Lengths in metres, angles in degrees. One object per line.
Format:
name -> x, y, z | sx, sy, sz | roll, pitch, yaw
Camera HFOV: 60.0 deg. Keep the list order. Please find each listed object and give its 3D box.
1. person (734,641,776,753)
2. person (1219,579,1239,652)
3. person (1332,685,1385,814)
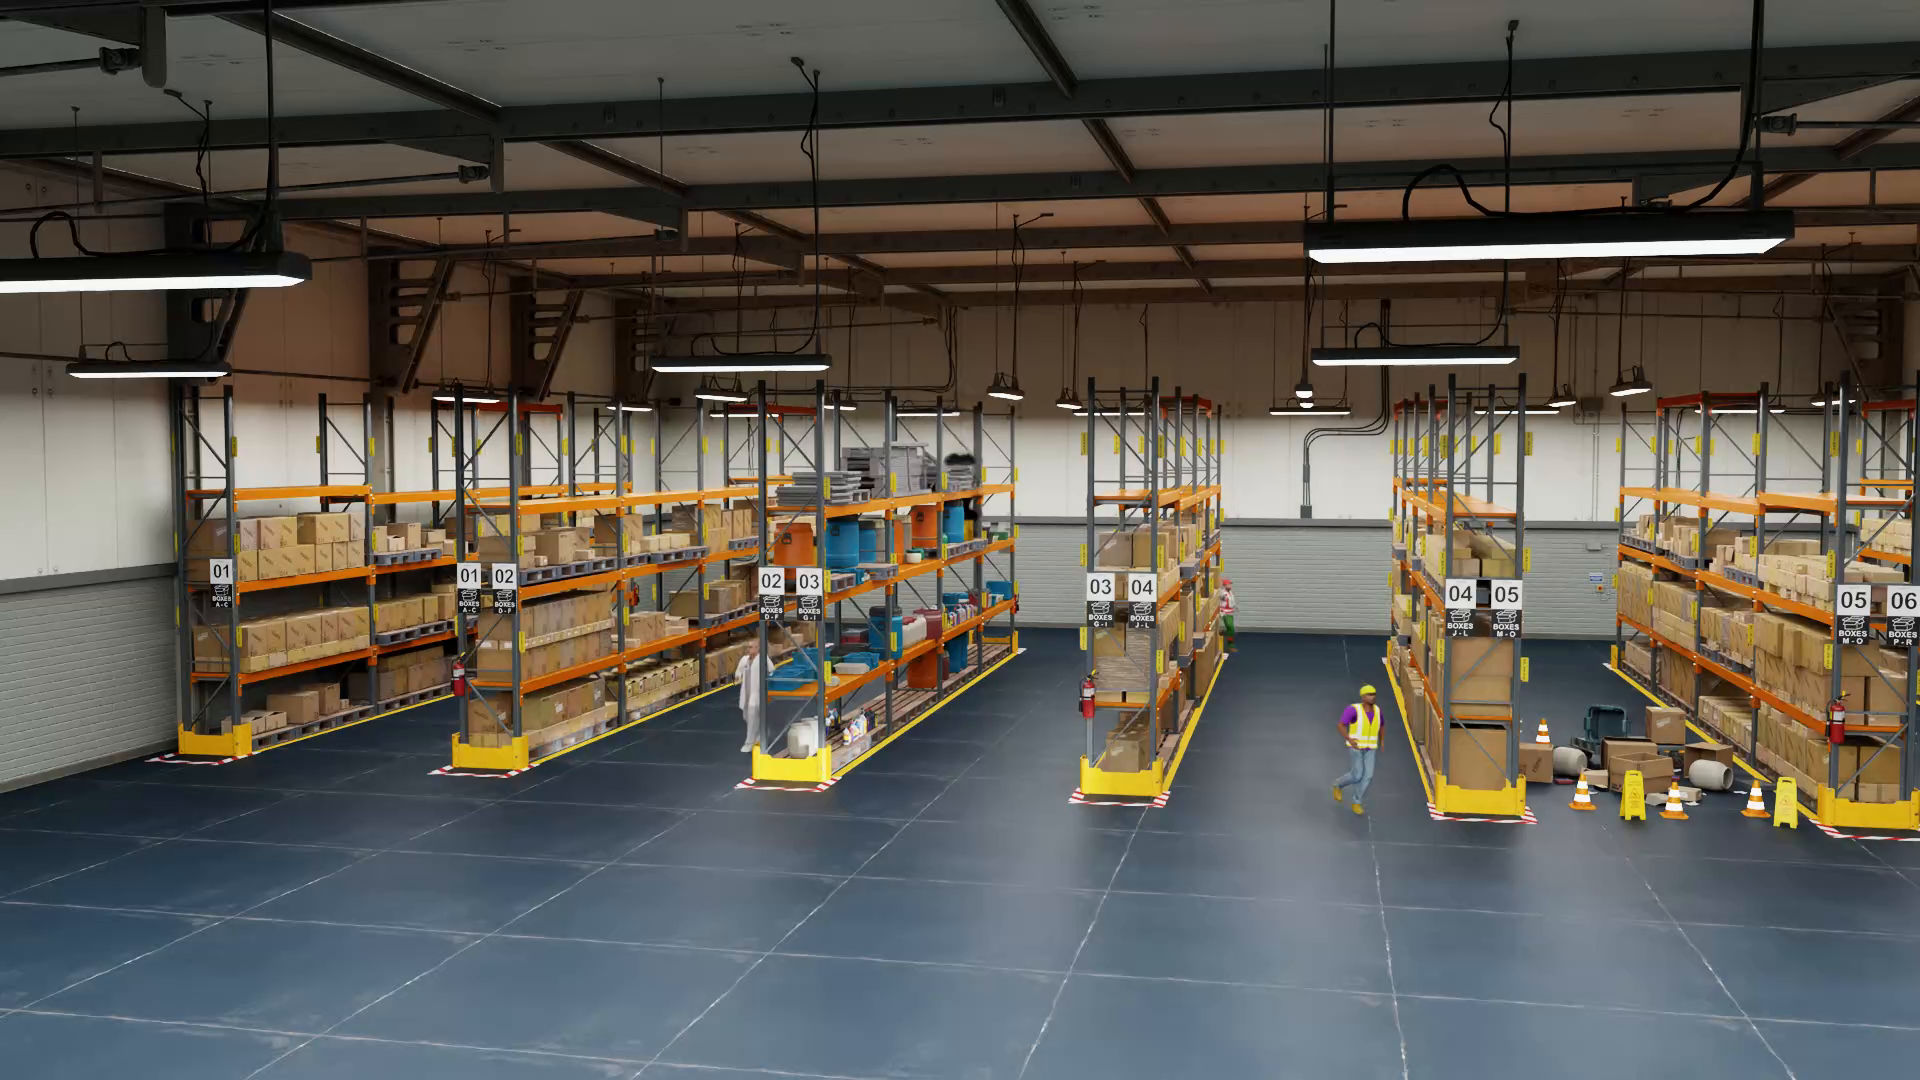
person -> -3.439, 2.566, 27.544 | 0.732, 1.788, 0.928 | 2, 4, 28
person -> 6.525, 1.848, 40.841 | 0.794, 1.779, 0.695 | 2, 4, 38
person -> 5.566, 2.865, 22.997 | 0.732, 1.735, 0.672 | -1, 3, -18
